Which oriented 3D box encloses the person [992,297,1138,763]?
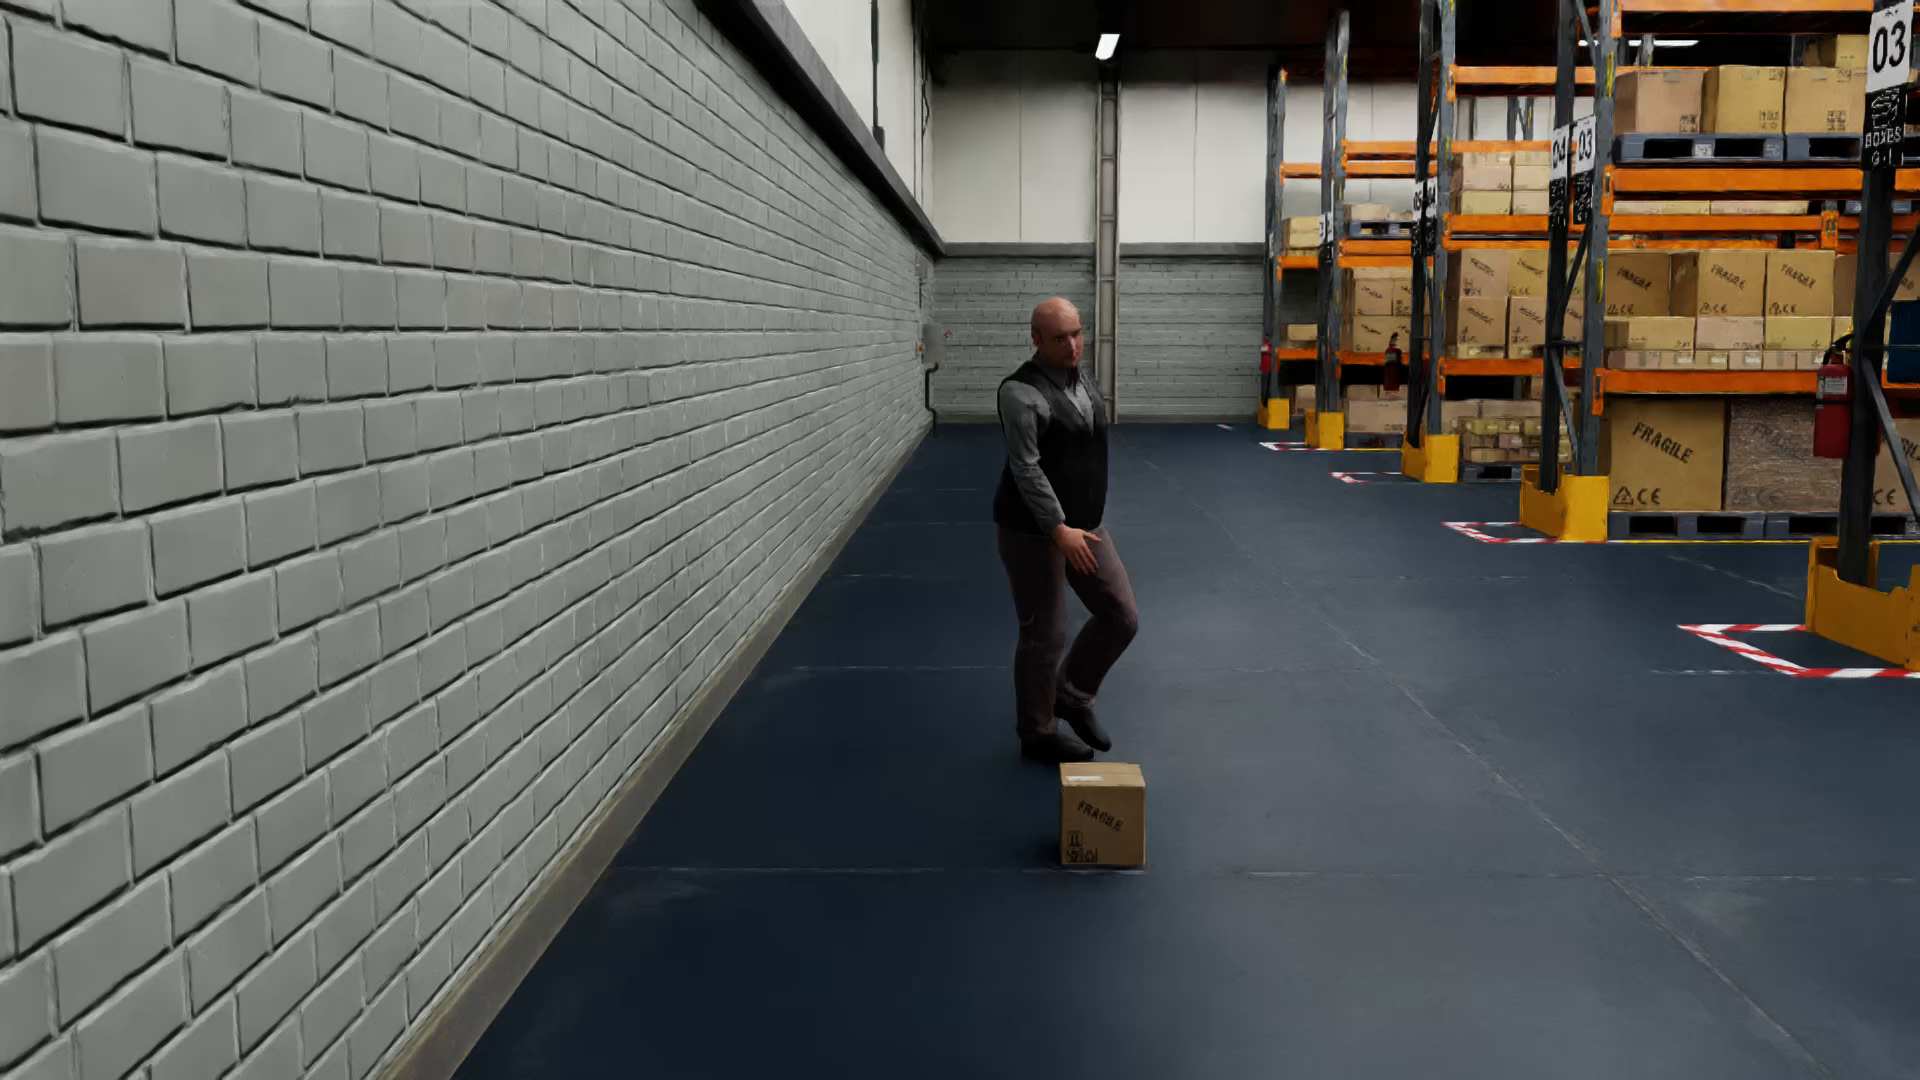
[{"bbox_3d":[0.373,-0.015,6.036,0.468,1.712,0.631,5,9,37],"label":"person"}]
